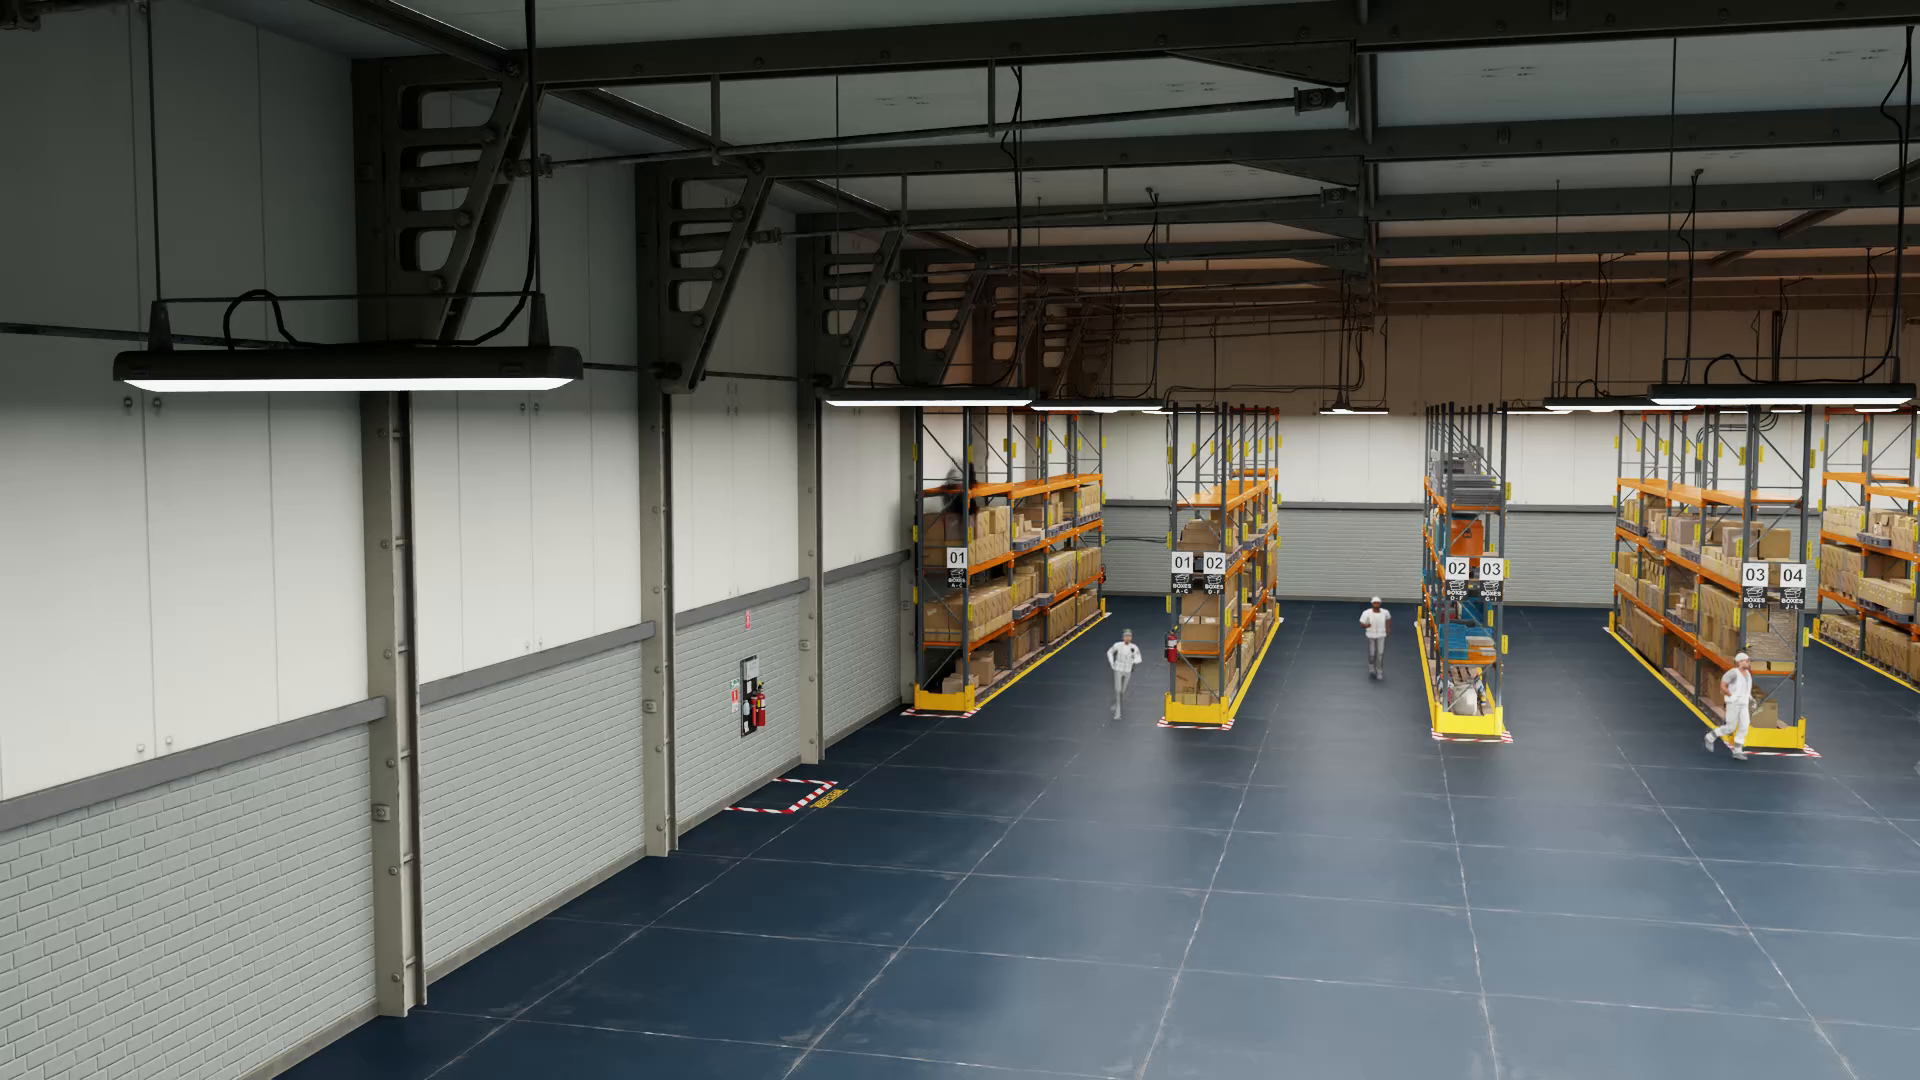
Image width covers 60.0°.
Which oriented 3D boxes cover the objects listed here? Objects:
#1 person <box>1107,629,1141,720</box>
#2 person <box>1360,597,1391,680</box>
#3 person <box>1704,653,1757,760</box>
[{"bbox_3d":[3.153,2.546,31.877,0.621,1.720,0.824,0,4,-6],"label":"person"},{"bbox_3d":[9.103,2.124,36.414,0.695,1.771,0.962,1,4,8],"label":"person"},{"bbox_3d":[13.107,2.773,28.052,0.722,1.751,0.805,-2,5,-27],"label":"person"}]
